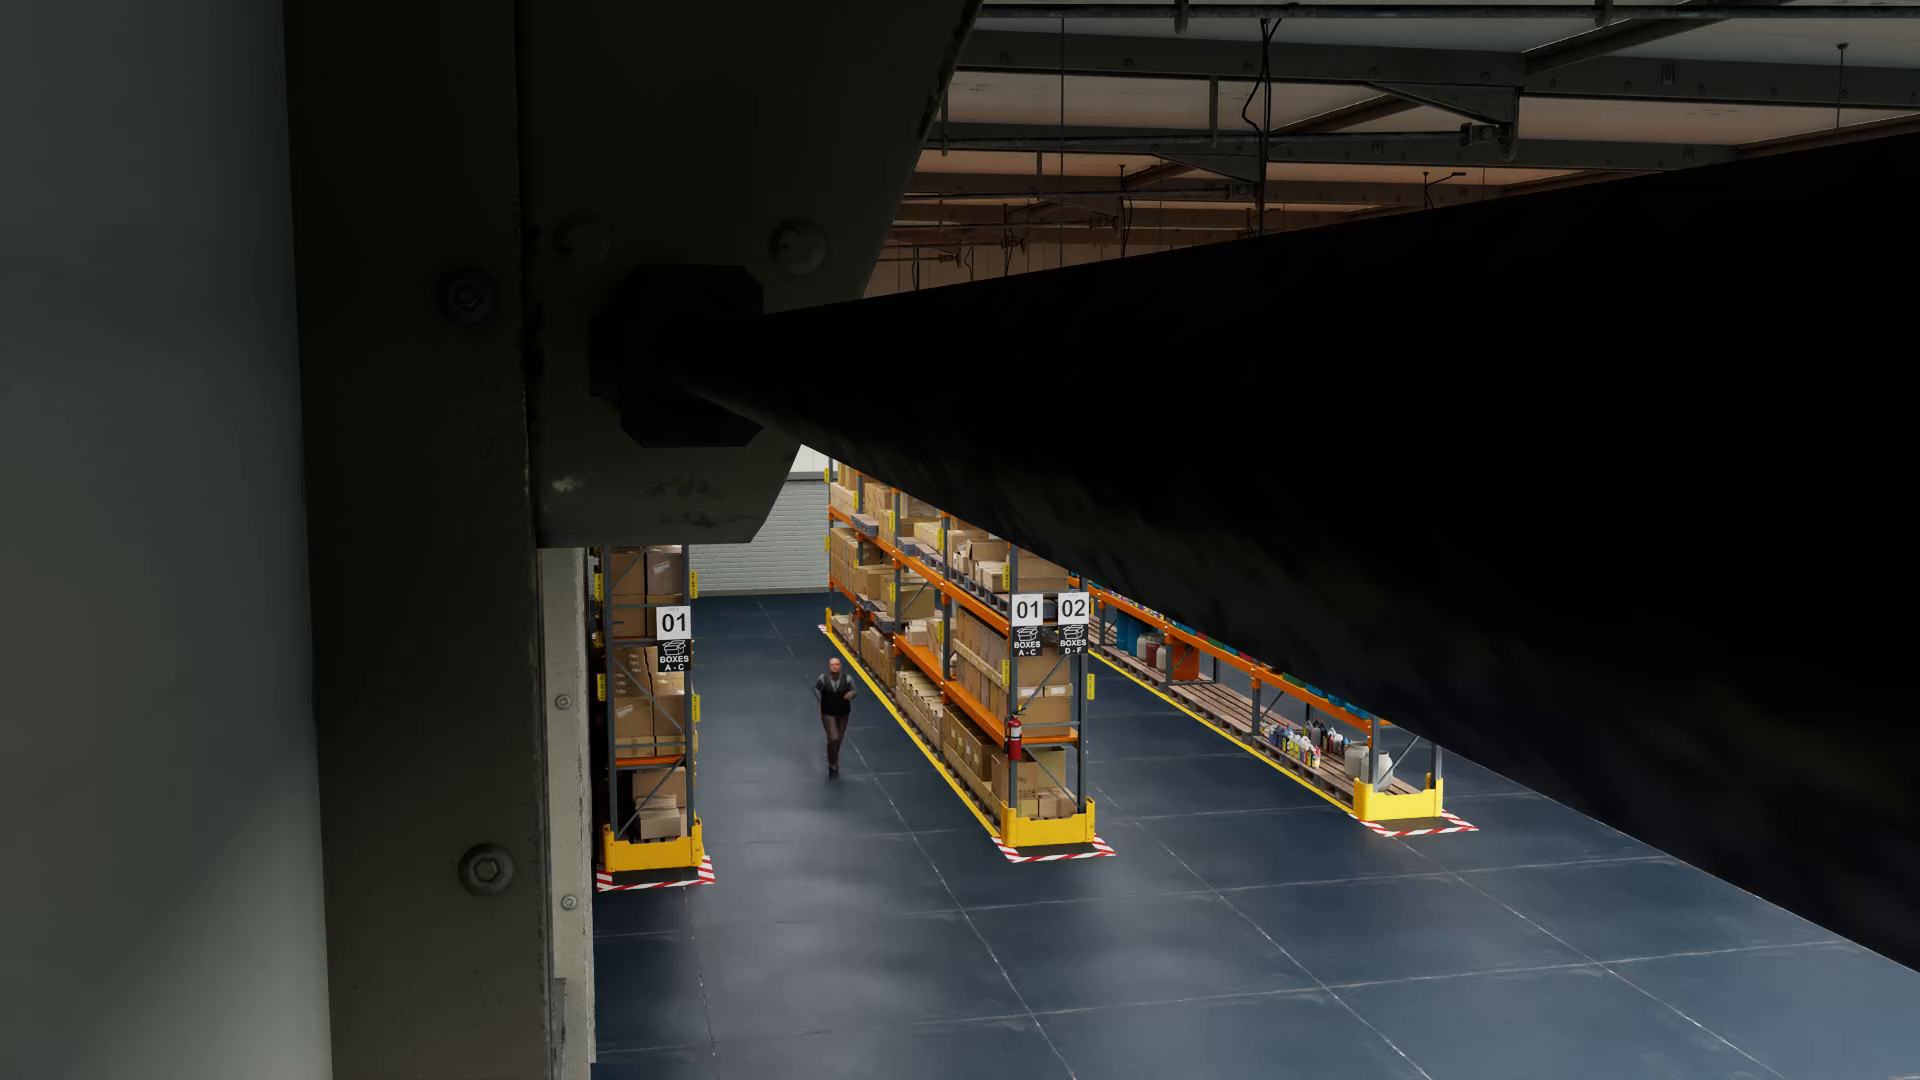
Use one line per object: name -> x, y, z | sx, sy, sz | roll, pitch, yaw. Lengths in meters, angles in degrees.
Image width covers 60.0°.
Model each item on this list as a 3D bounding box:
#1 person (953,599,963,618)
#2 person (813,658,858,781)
person -> -0.123, 1.283, 35.508 | 0.580, 1.740, 0.807 | -2, 7, -19
person -> -1.808, 2.602, 24.391 | 0.628, 1.792, 0.781 | -2, 7, -16
